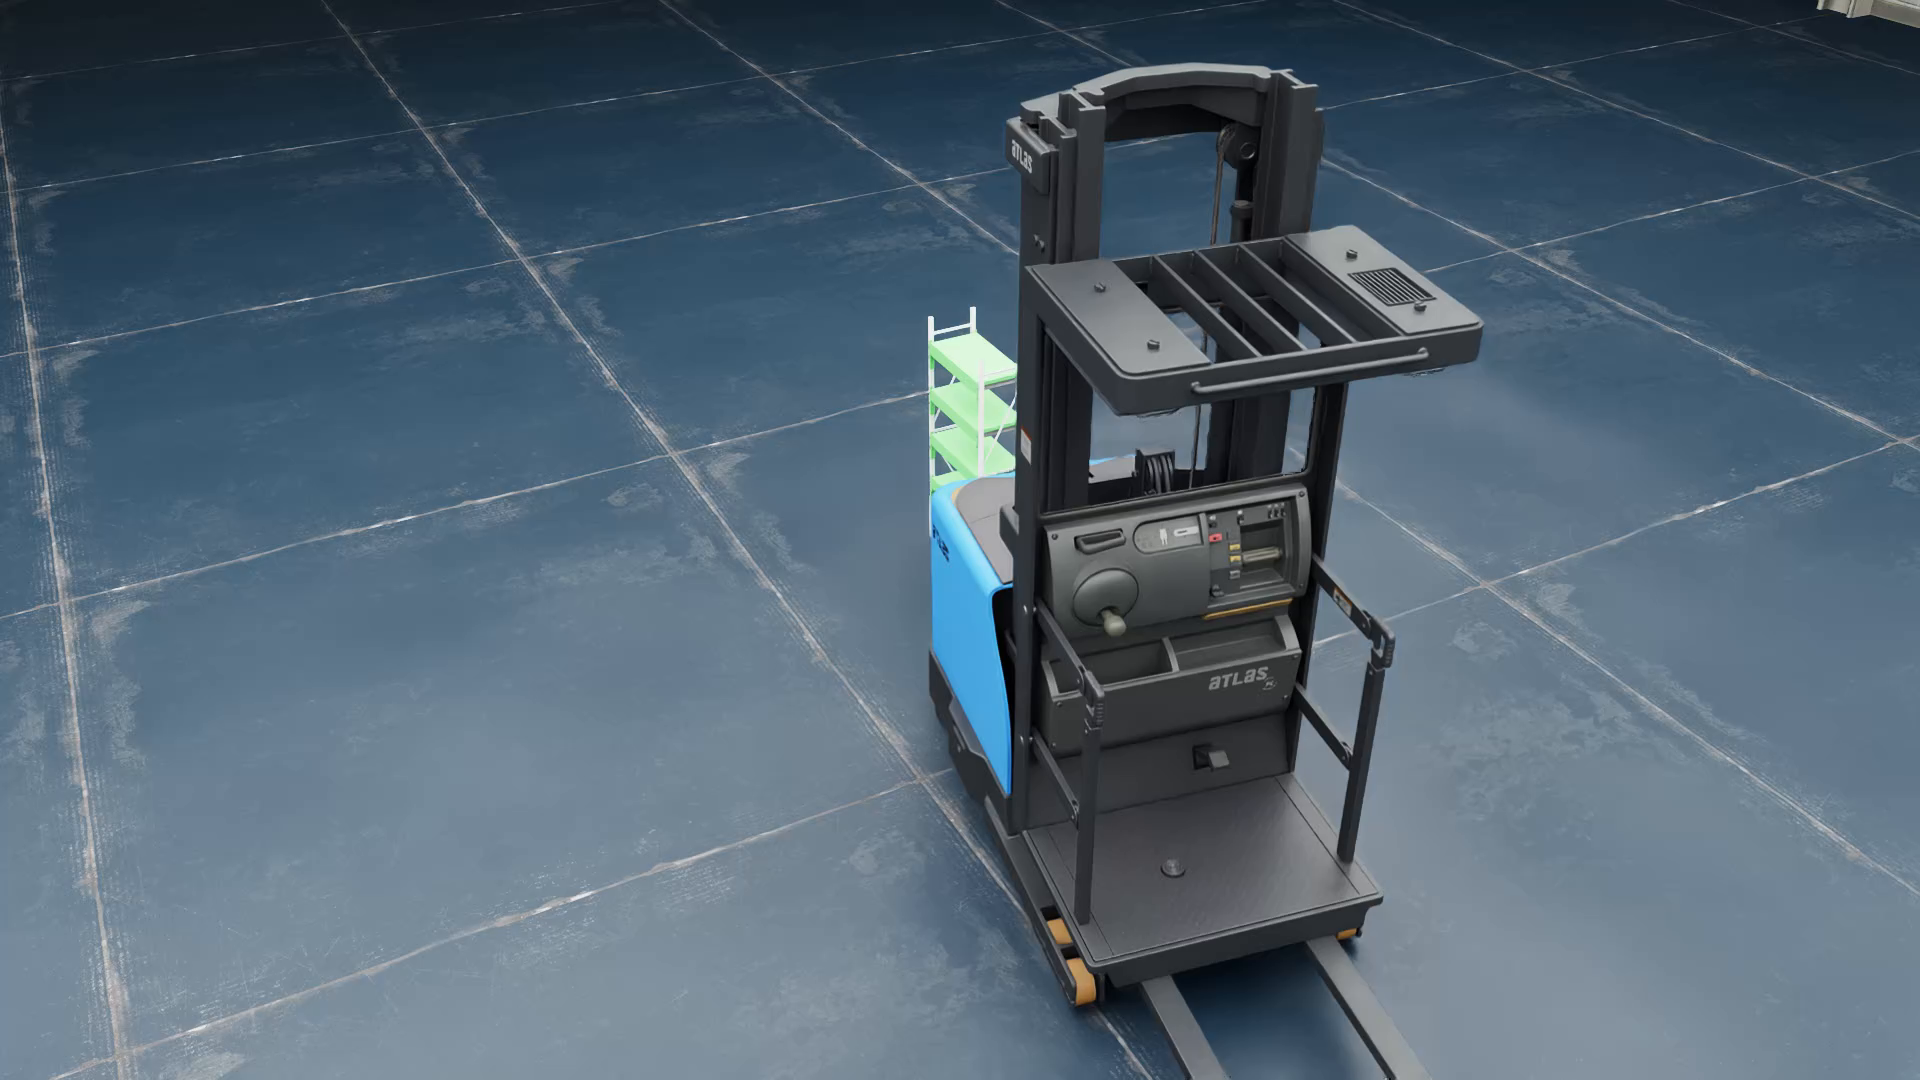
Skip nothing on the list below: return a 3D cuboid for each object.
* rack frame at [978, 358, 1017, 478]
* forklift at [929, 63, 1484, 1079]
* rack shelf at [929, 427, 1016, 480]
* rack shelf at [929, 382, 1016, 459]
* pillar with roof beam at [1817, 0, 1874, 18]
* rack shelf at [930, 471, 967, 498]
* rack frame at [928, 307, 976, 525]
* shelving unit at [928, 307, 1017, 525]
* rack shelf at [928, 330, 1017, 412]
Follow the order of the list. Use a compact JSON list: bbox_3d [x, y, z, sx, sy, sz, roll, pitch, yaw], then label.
[{"bbox_3d":[0.191,-0.310,7.621,0.240,1.200,0.015,-16,36,-23],"label":"rack frame"},{"bbox_3d":[0.799,0.127,5.334,1.130,2.935,3.031,-10,34,-15],"label":"forklift"},{"bbox_3d":[0.077,-0.372,7.837,0.258,0.148,0.480,-16,36,-23],"label":"rack shelf"},{"bbox_3d":[0.077,-0.574,7.708,0.258,0.148,0.480,-16,36,-23],"label":"rack shelf"},{"bbox_3d":[4.899,-7.915,12.263,9.100,9.000,0.400,-16,36,-23],"label":"pillar with roof beam"},{"bbox_3d":[0.077,-0.170,7.967,0.258,0.148,0.480,-16,36,-23],"label":"rack shelf"},{"bbox_3d":[-0.037,-0.543,7.985,0.240,1.200,0.015,-16,36,-23],"label":"rack frame"},{"bbox_3d":[0.077,-0.426,7.803,0.258,1.200,0.503,-16,36,-23],"label":"shelving unit"},{"bbox_3d":[0.077,-0.777,7.579,0.258,0.148,0.480,-16,36,-23],"label":"rack shelf"}]
